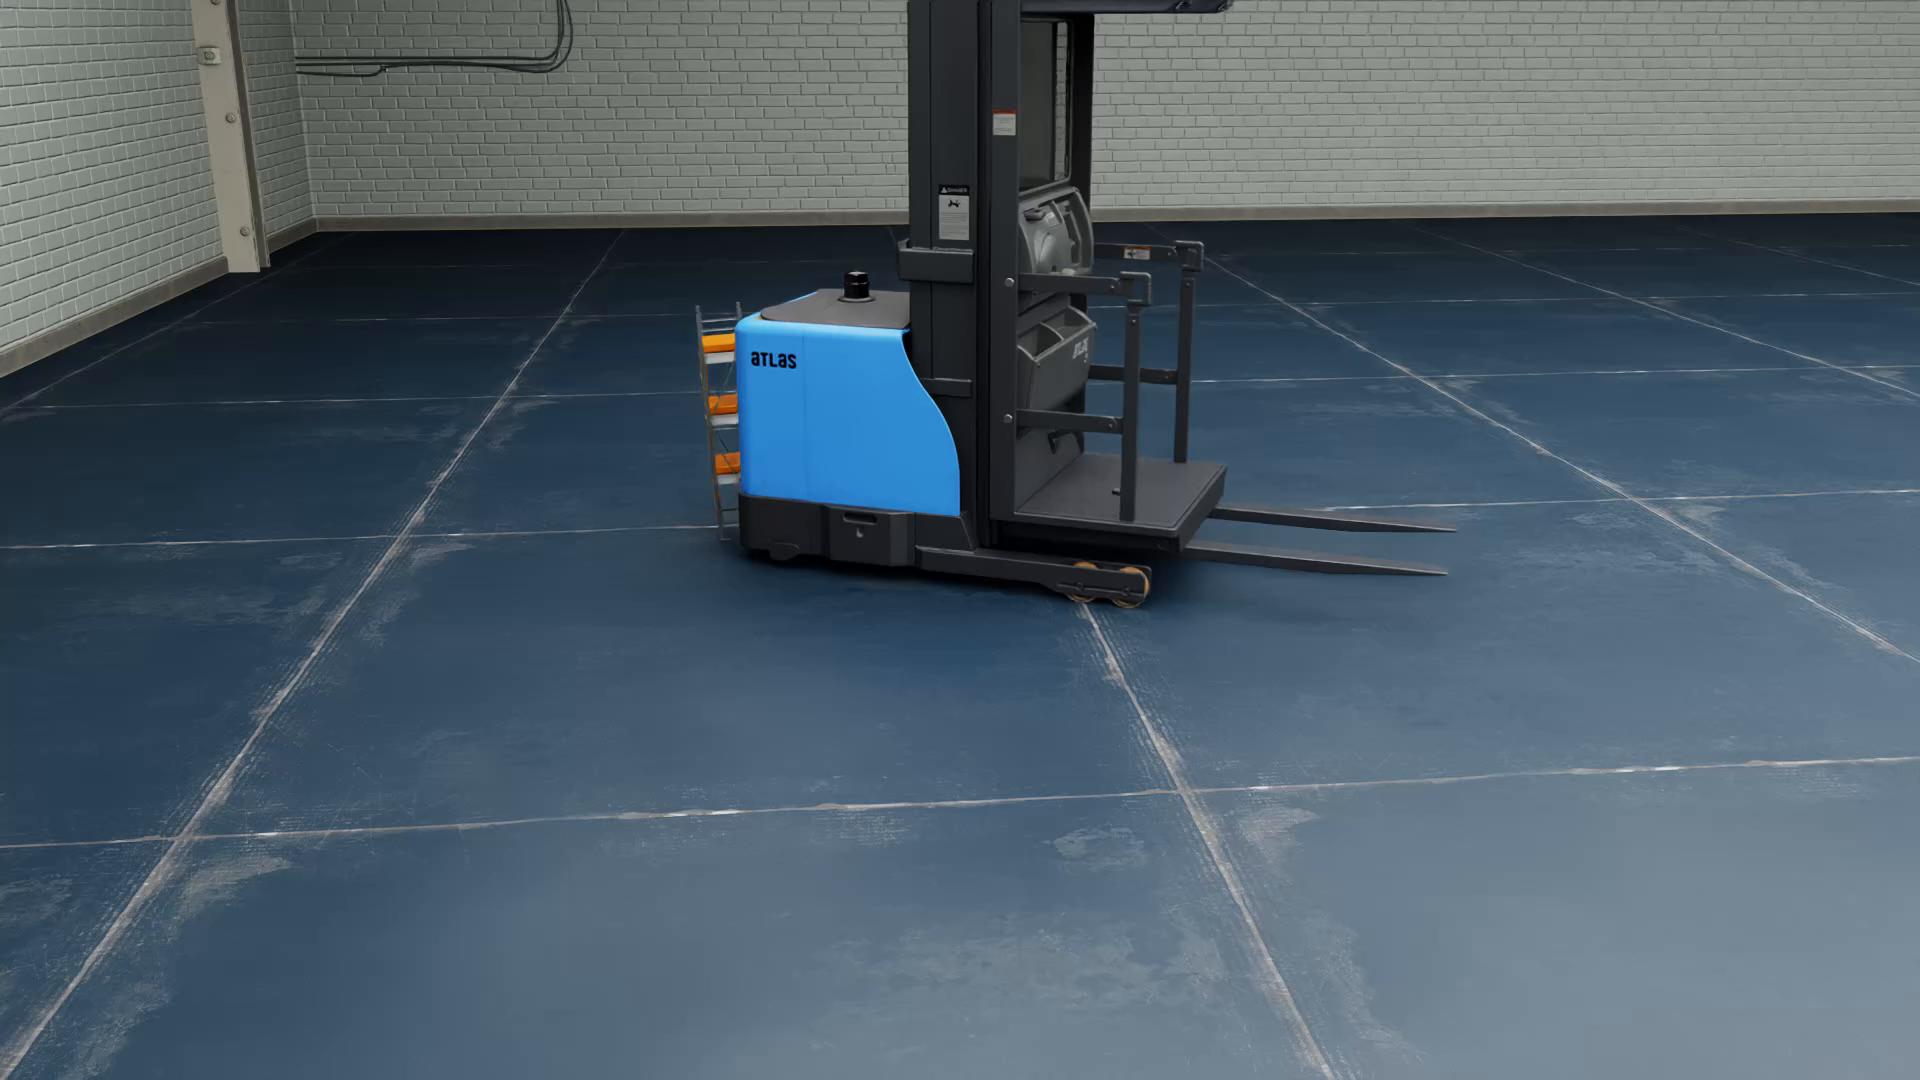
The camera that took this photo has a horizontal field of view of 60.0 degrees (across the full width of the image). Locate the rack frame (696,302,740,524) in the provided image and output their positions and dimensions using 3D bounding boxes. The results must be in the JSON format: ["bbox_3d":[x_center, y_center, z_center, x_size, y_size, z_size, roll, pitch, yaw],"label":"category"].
[{"bbox_3d":[-1.075,-0.578,7.745,0.200,1.050,0.008,-6,18,-7],"label":"rack frame"}]

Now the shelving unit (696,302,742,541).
[{"bbox_3d":[-1.056,-0.542,7.630,0.215,1.050,0.252,-6,18,-7],"label":"shelving unit"}]

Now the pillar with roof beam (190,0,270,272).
[{"bbox_3d":[-2.546,-7.023,15.024,9.100,9.000,0.400,-2,18,-6],"label":"pillar with roof beam"}]

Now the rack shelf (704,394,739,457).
[{"bbox_3d":[-1.056,-0.532,7.633,0.215,0.259,0.240,-6,18,-7],"label":"rack shelf"}]

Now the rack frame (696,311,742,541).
[{"bbox_3d":[-1.038,-0.506,7.515,0.200,1.050,0.008,-6,18,-7],"label":"rack frame"}]

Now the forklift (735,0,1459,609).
[{"bbox_3d":[0.594,-1.298,6.919,3.031,2.935,1.130,6,18,19],"label":"forklift"}]

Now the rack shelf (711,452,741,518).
[{"bbox_3d":[-1.040,-0.268,7.718,0.215,0.259,0.240,-6,18,-7],"label":"rack shelf"}]

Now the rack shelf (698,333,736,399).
[{"bbox_3d":[-1.072,-0.801,7.546,0.215,0.259,0.240,-6,18,-7],"label":"rack shelf"}]

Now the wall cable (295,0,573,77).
[{"bbox_3d":[-5.817,-6.327,17.991,3.097,2.526,0.112,-2,18,-6],"label":"wall cable"}]
